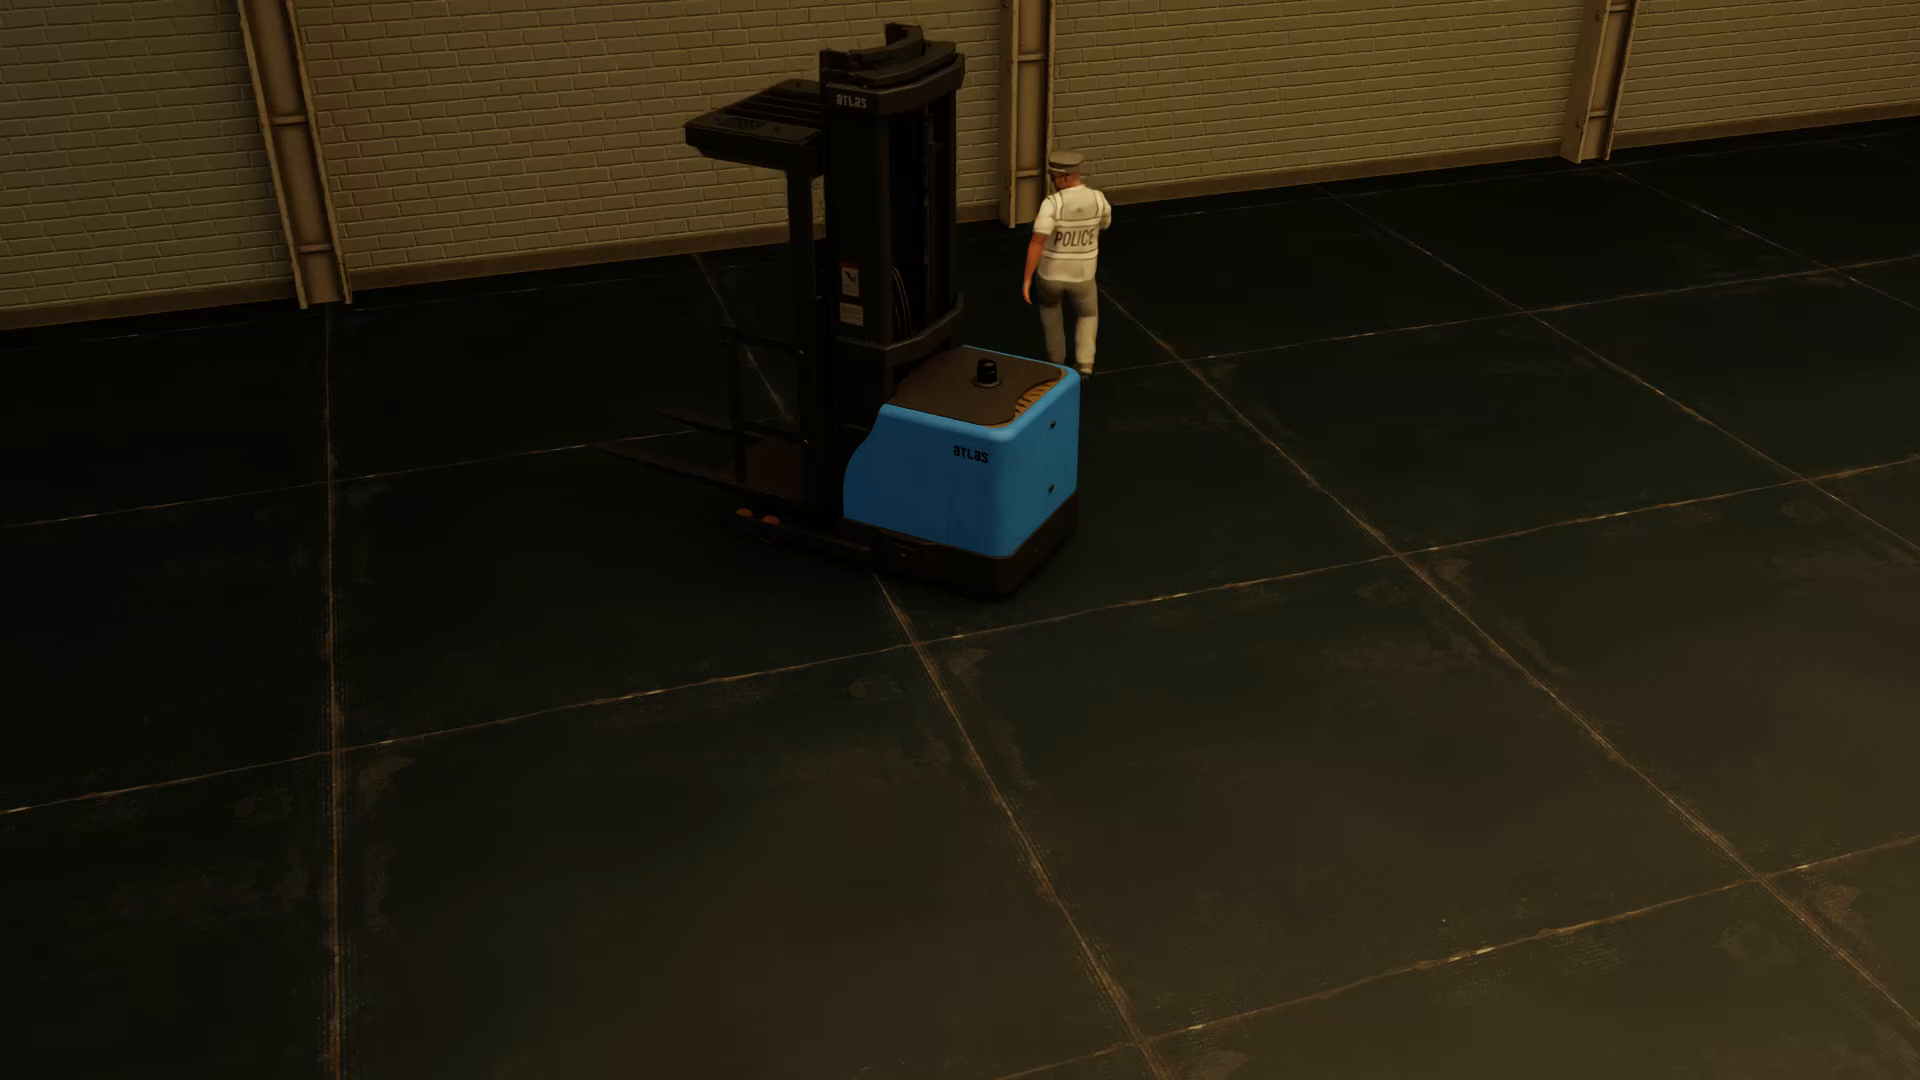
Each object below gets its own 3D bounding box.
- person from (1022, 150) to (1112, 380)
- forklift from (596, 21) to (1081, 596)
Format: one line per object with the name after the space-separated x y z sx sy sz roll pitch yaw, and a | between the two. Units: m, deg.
0.740 -1.898 11.669 0.628 1.678 0.779 0 30 0 | person
-0.834 -1.464 9.632 3.031 2.935 1.130 15 33 24 | forklift
